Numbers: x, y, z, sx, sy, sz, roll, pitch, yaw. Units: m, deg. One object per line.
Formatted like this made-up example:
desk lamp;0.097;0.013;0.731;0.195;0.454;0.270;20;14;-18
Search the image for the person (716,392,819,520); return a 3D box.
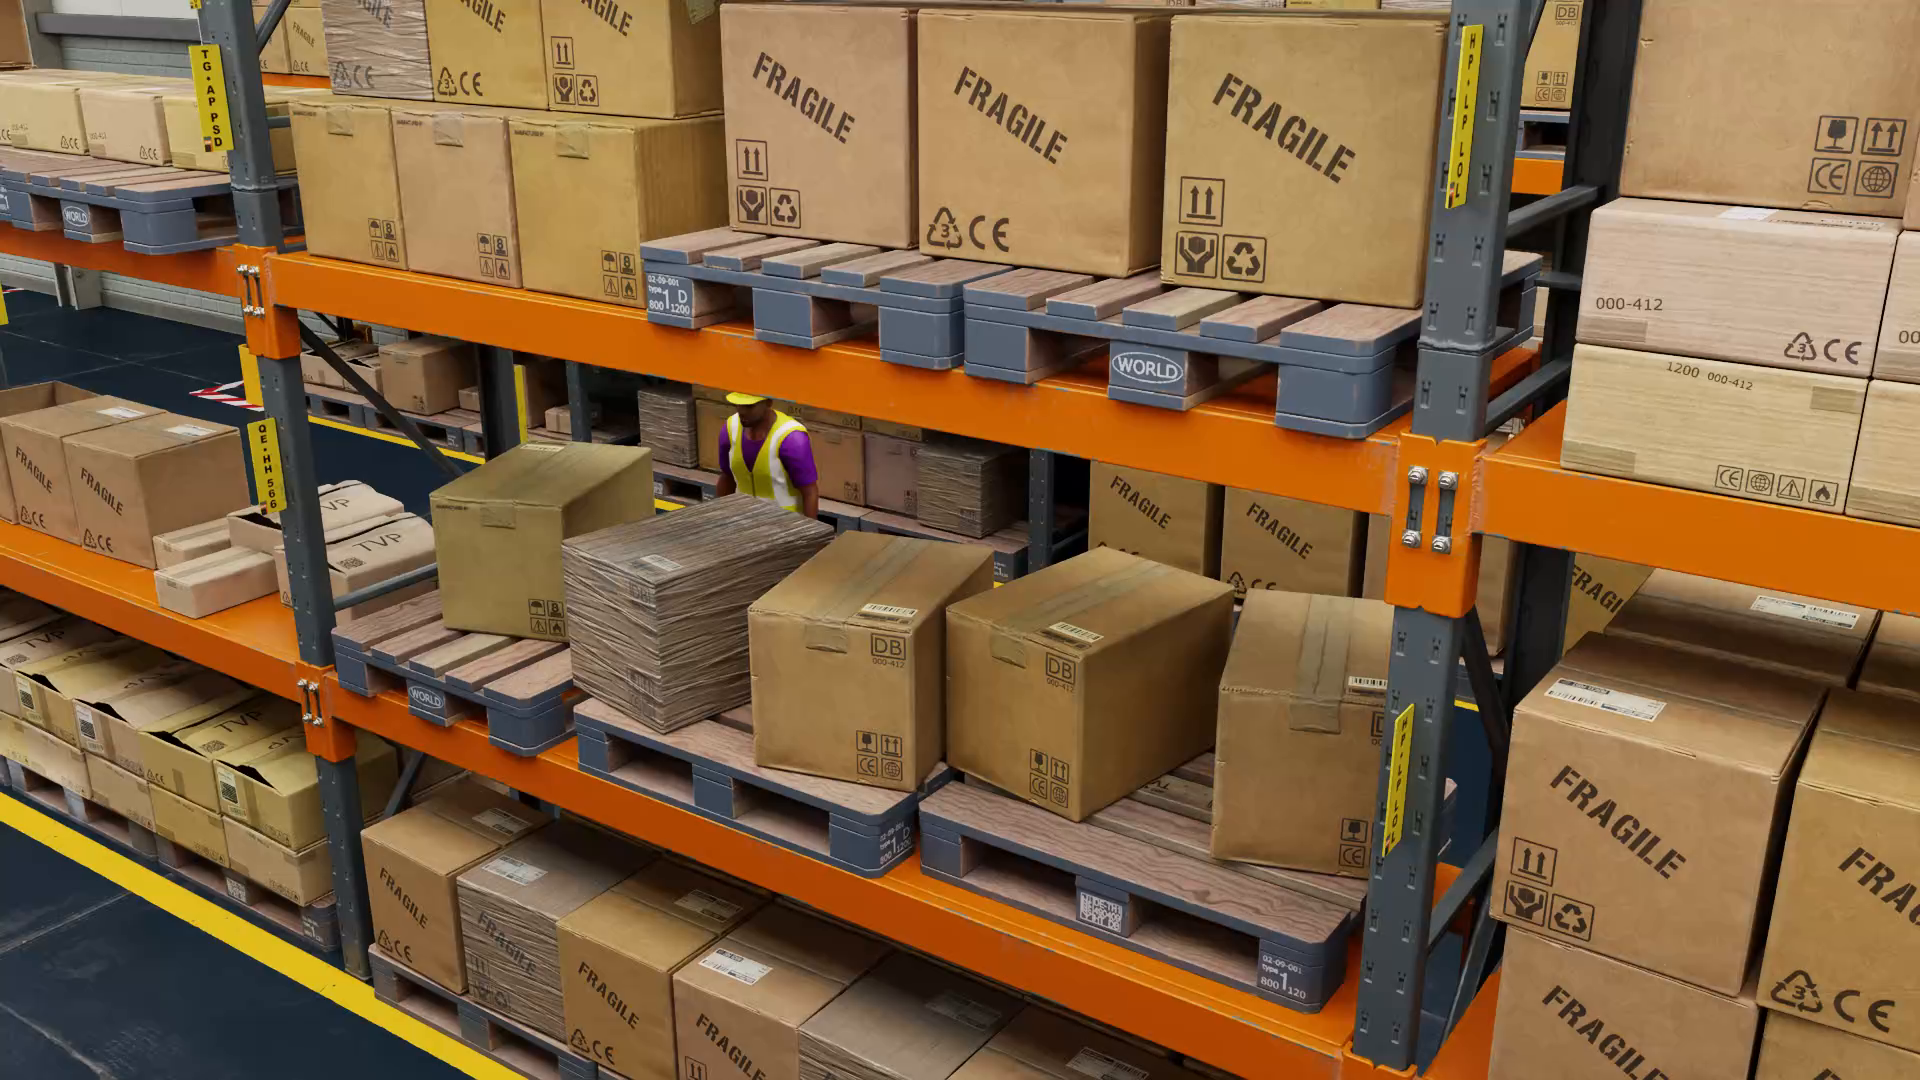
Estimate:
person;-1.026;-0.055;8.704;0.637;1.757;0.456;12;23;30
